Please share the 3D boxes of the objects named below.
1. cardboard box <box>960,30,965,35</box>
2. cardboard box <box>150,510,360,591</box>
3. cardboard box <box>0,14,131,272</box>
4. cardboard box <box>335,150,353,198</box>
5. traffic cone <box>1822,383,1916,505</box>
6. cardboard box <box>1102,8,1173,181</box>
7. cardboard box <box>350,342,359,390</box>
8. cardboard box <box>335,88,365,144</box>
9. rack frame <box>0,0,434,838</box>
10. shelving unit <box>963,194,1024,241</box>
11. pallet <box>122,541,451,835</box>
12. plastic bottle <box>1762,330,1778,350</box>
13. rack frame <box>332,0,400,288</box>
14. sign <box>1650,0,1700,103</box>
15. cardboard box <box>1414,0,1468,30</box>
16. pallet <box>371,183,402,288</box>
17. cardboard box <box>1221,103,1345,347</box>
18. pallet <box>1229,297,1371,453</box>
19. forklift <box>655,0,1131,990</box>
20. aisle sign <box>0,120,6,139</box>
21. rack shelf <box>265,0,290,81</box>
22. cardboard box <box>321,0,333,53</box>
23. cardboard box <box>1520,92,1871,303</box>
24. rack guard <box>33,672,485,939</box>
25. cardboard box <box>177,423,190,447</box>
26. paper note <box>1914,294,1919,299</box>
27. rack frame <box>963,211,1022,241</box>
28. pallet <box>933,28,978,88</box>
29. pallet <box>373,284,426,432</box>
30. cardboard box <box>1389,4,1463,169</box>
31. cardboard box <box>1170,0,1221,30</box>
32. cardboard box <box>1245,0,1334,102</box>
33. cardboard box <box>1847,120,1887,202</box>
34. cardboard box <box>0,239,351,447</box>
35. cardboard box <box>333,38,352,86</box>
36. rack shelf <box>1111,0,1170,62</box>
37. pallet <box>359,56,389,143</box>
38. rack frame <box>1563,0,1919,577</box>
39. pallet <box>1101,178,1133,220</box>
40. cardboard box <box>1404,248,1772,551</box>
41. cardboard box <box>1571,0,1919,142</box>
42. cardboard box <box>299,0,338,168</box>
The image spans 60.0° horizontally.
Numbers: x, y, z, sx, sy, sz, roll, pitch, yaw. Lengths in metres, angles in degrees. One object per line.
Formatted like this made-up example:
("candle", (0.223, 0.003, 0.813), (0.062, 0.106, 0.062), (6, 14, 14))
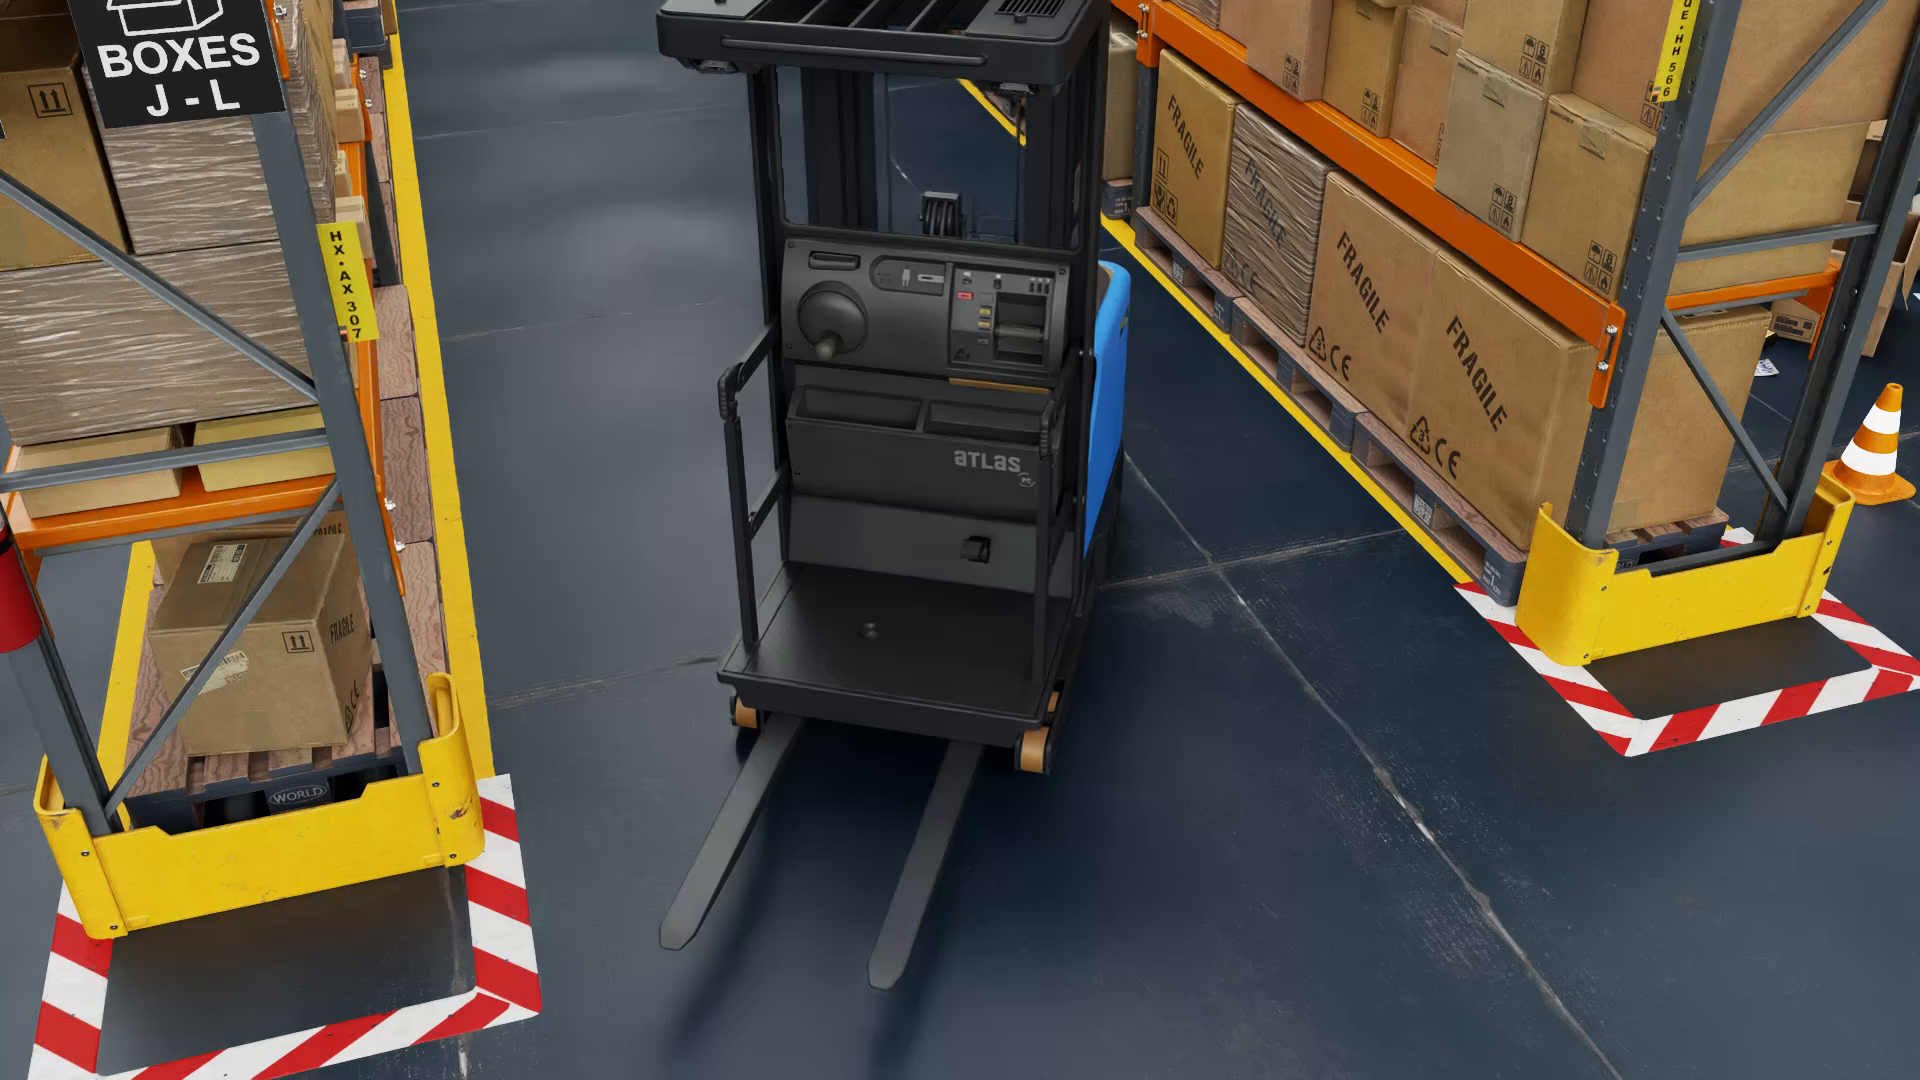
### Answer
("cardboard box", (0.607, -3.626, 11.176), (1.050, 0.750, 0.750), (-9, 35, -14))
("cardboard box", (-2.466, 0.028, 5.874), (0.500, 0.500, 0.500), (-1, 33, -2))
("cardboard box", (-2.480, -1.031, 4.323), (0.500, 0.500, 0.500), (-10, 35, -15))
("cardboard box", (-2.508, -1.343, 6.290), (0.380, 0.149, 0.250), (-10, 35, -15))
("traffic cone", (3.868, -0.442, 6.998), (0.336, 0.463, 0.334), (-10, 35, -15))
("cardboard box", (1.183, -2.630, 9.669), (1.050, 0.750, 0.750), (-10, 35, -15))
("cardboard box", (-2.057, -0.554, 5.096), (0.380, 0.149, 0.250), (-10, 35, -15))
("cardboard box", (-2.683, -1.746, 6.900), (0.380, 0.149, 0.250), (-10, 35, -15))
("rack frame", (-2.077, -0.201, 4.334), (1.000, 3.000, 0.127), (-10, 35, -15))
("shelving unit", (0.147, -0.825, 6.910), (0.258, 1.200, 0.189), (7, 34, 11))
("pallet", (-2.314, 0.490, 5.817), (1.003, 0.211, 1.213), (-10, 35, -15))
("plastic bottle", (3.891, -1.032, 8.257), (0.133, 0.061, 0.283), (-23, 40, -31))
("rack frame", (-3.297, -2.301, 7.512), (1.000, 3.000, 0.127), (-10, 35, -15))
("sign", (2.157, -1.480, 5.004), (0.100, 0.325, 0.005), (-10, 35, -15))
("cardboard box", (2.304, -2.287, 6.374), (0.875, 0.550, 0.550), (-10, 35, -15))
("pallet", (-3.536, -1.547, 8.899), (1.003, 0.211, 1.213), (-10, 35, -15))
("cardboard box", (1.861, -1.557, 7.931), (0.875, 0.875, 0.875), (-10, 35, -14))
("pallet", (1.991, -0.865, 7.868), (1.003, 0.211, 1.213), (-10, 35, -15))
("forklift", (-0.165, -0.674, 5.111), (1.130, 2.935, 3.031), (7, 34, 11))
("aisle sign", (-2.344, -1.203, 3.491), (0.394, 0.787, 0.004), (-10, 35, -15))
("rack shelf", (-2.687, -2.203, 5.294), (1.077, 0.370, 4.000), (-10, 35, -15))
("cardboard box", (-2.443, -1.906, 5.647), (0.500, 0.500, 0.500), (-10, 35, -15))
("cardboard box", (2.521, -1.232, 5.758), (0.875, 0.550, 0.550), (-10, 35, -15))
("rack guard", (-2.100, 0.802, 5.083), (1.175, 0.500, 0.348), (-10, 35, -15))
("cardboard box", (-2.436, -0.343, 4.776), (0.380, 0.149, 0.250), (-10, 35, -15))
("paper note", (5.061, -1.257, 8.635), (0.148, 0.019, 0.142), (1, 33, 2))
("rack frame", (0.126, -0.775, 6.835), (0.240, 1.200, 0.006), (7, 34, 11))
("pallet", (0.406, -3.593, 11.995), (1.003, 0.211, 1.213), (-10, 35, -15))
("pallet", (-3.058, -0.791, 7.756), (1.003, 0.211, 1.213), (-10, 35, -15))
("cardboard box", (2.282, -1.832, 6.666), (0.875, 0.550, 0.550), (-10, 35, -15))
("cardboard box", (1.581, -2.953, 8.362), (0.875, 0.550, 0.550), (-10, 35, -15))
("cardboard box", (1.823, -2.365, 7.472), (0.875, 0.550, 0.550), (-10, 35, -15))
("cardboard box", (5.172, -2.135, 9.525), (0.500, 0.500, 0.500), (13, 36, 18))
("cardboard box", (-2.218, -0.660, 4.668), (0.875, 0.500, 0.500), (-10, 35, -15))
("cardboard box", (-2.951, -2.133, 7.485), (0.380, 0.149, 0.250), (-10, 35, -15))
("rack shelf", (0.847, -3.832, 10.481), (1.077, 0.370, 4.000), (-10, 35, -15))
("pallet", (-4.280, -2.828, 10.838), (1.003, 0.211, 1.213), (-10, 35, -15))
("rack frame", (2.678, -0.982, 5.516), (1.000, 3.000, 0.127), (-10, 35, -15))
("pallet", (1.150, -2.311, 10.057), (1.003, 0.211, 1.213), (-10, 35, -15))
("cardboard box", (2.408, -0.616, 6.508), (0.875, 0.875, 0.875), (-10, 35, -14))
("cardboard box", (2.601, -1.697, 5.481), (0.875, 0.550, 0.550), (-10, 35, -15))
("cardboard box", (-2.131, -1.383, 4.854), (0.500, 0.500, 0.500), (-10, 35, -15))
